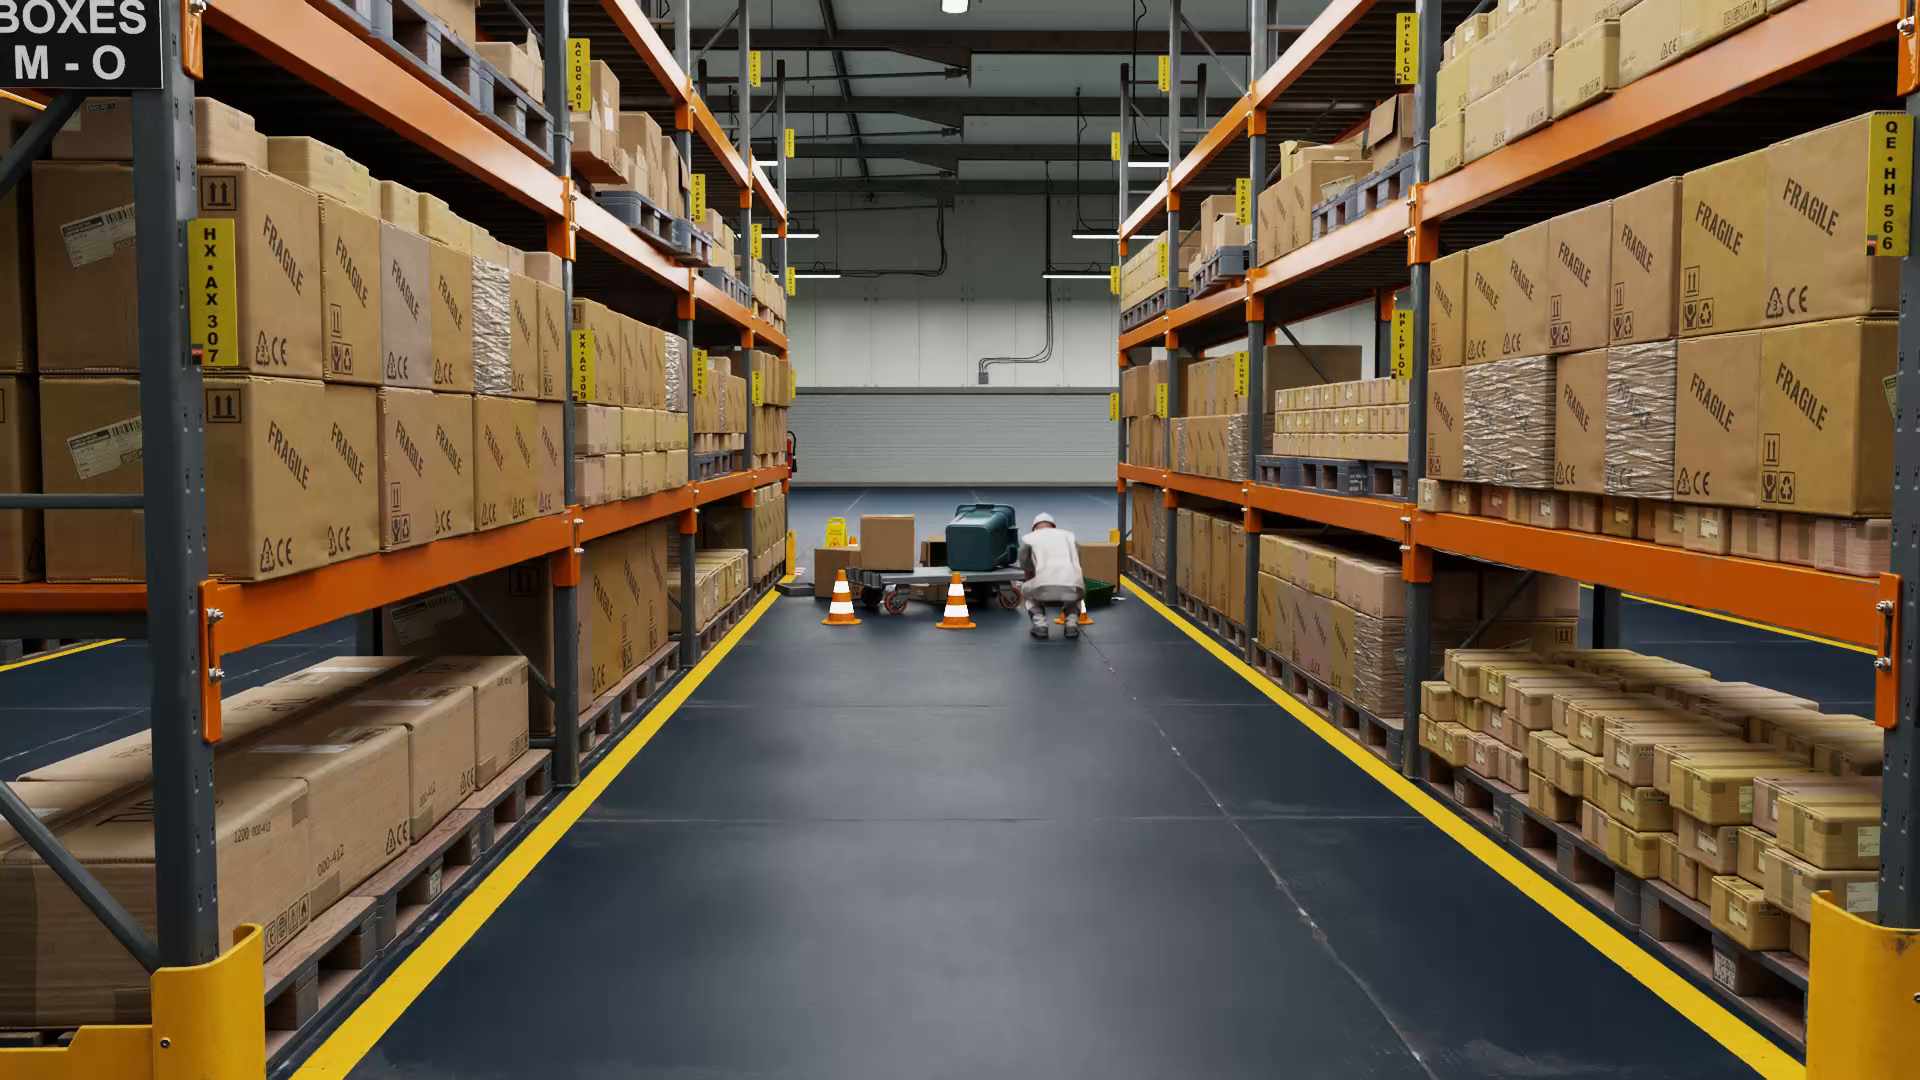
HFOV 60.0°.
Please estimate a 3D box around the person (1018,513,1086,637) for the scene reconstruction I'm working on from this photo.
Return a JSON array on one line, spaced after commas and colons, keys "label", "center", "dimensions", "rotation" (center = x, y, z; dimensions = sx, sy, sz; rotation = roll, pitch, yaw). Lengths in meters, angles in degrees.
[{"label": "person", "center": [0.766, 0.285, 13.806], "dimensions": [0.552, 0.997, 0.890], "rotation": [0, 4, -2]}]
